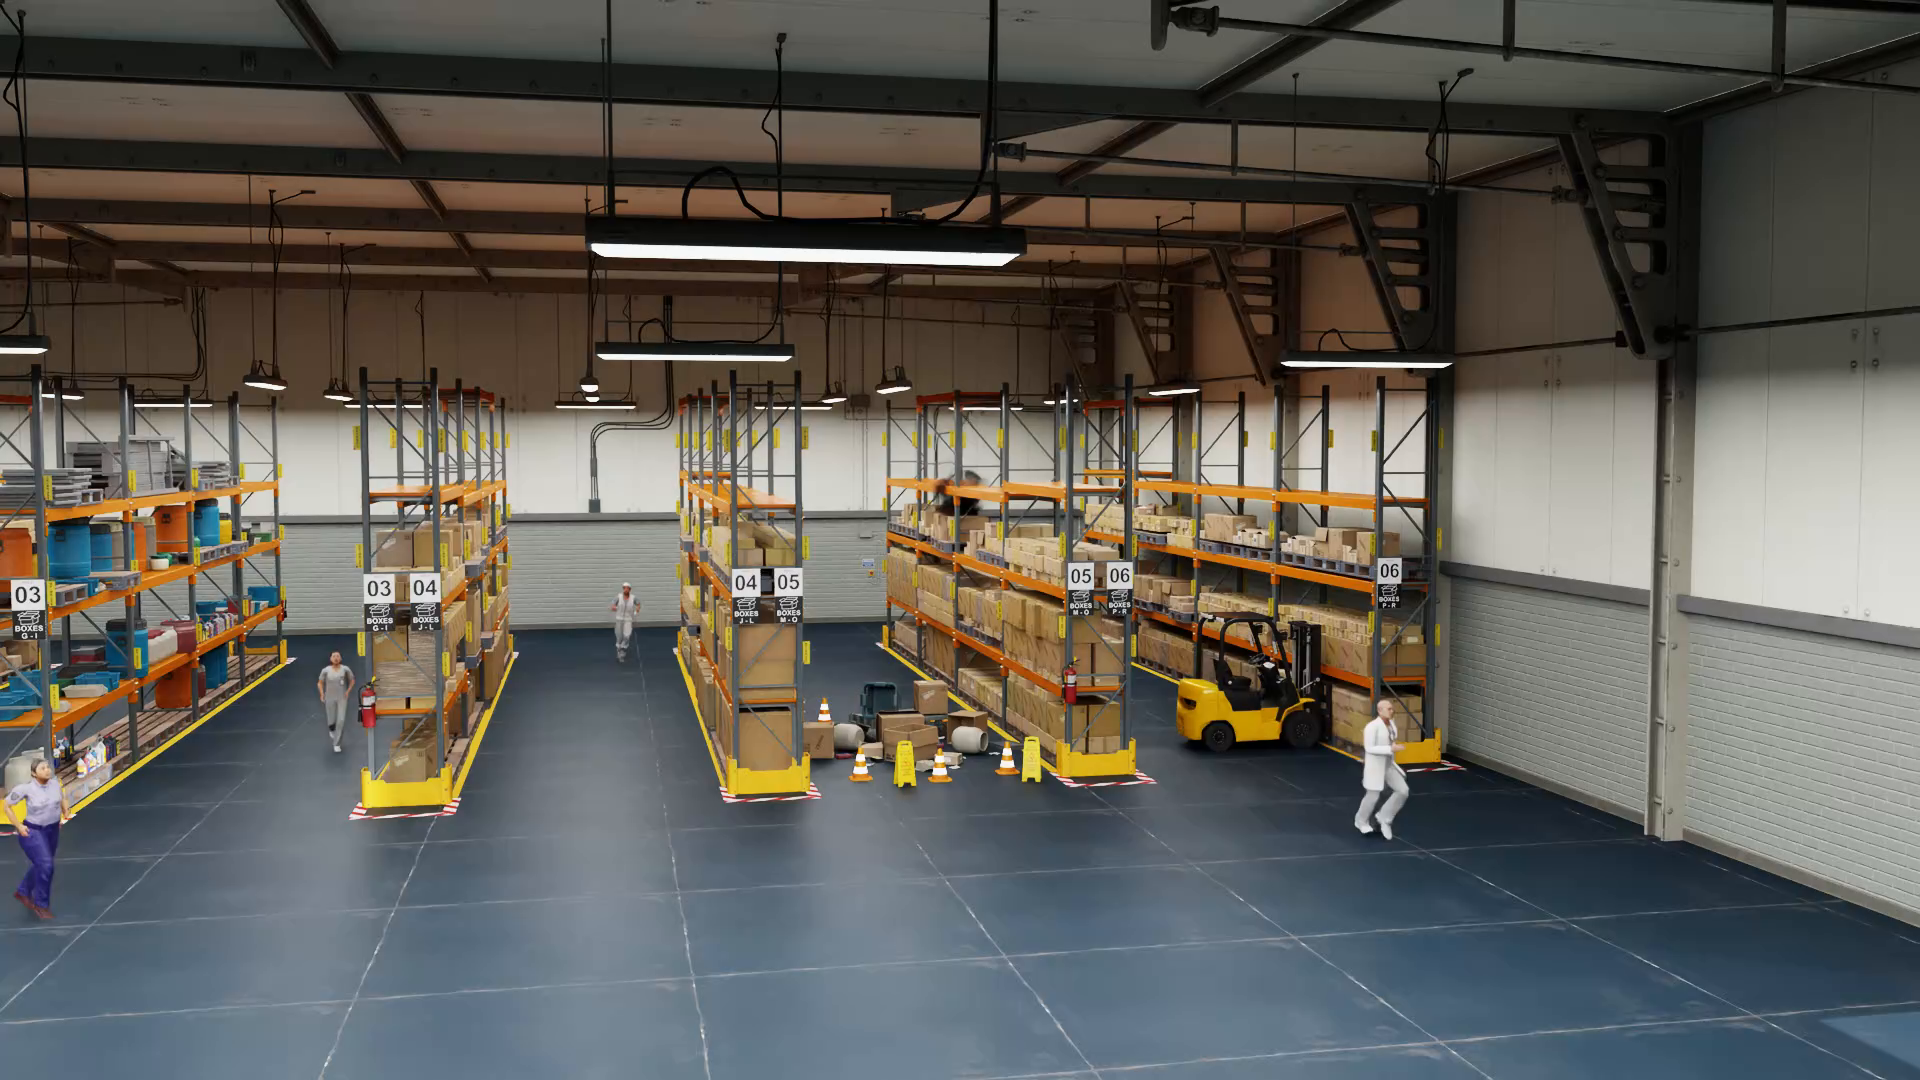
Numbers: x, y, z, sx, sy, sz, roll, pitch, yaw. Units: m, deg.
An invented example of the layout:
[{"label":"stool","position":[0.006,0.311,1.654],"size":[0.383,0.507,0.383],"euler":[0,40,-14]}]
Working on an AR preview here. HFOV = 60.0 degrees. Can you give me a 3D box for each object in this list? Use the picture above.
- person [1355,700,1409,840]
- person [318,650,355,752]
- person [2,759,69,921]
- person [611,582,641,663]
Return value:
[{"label":"person","position":[5.301,2.874,20.864],"size":[0.753,1.765,0.854],"euler":[-2,4,-34]},{"label":"person","position":[-10.115,2.594,26.993],"size":[0.569,1.621,0.624],"euler":[-1,4,-22]},{"label":"person","position":[-9.752,3.154,17.577],"size":[0.704,1.720,0.627],"euler":[1,4,19]},{"label":"person","position":[-7.596,1.878,37.747],"size":[0.652,1.839,0.749],"euler":[0,3,-5]}]
